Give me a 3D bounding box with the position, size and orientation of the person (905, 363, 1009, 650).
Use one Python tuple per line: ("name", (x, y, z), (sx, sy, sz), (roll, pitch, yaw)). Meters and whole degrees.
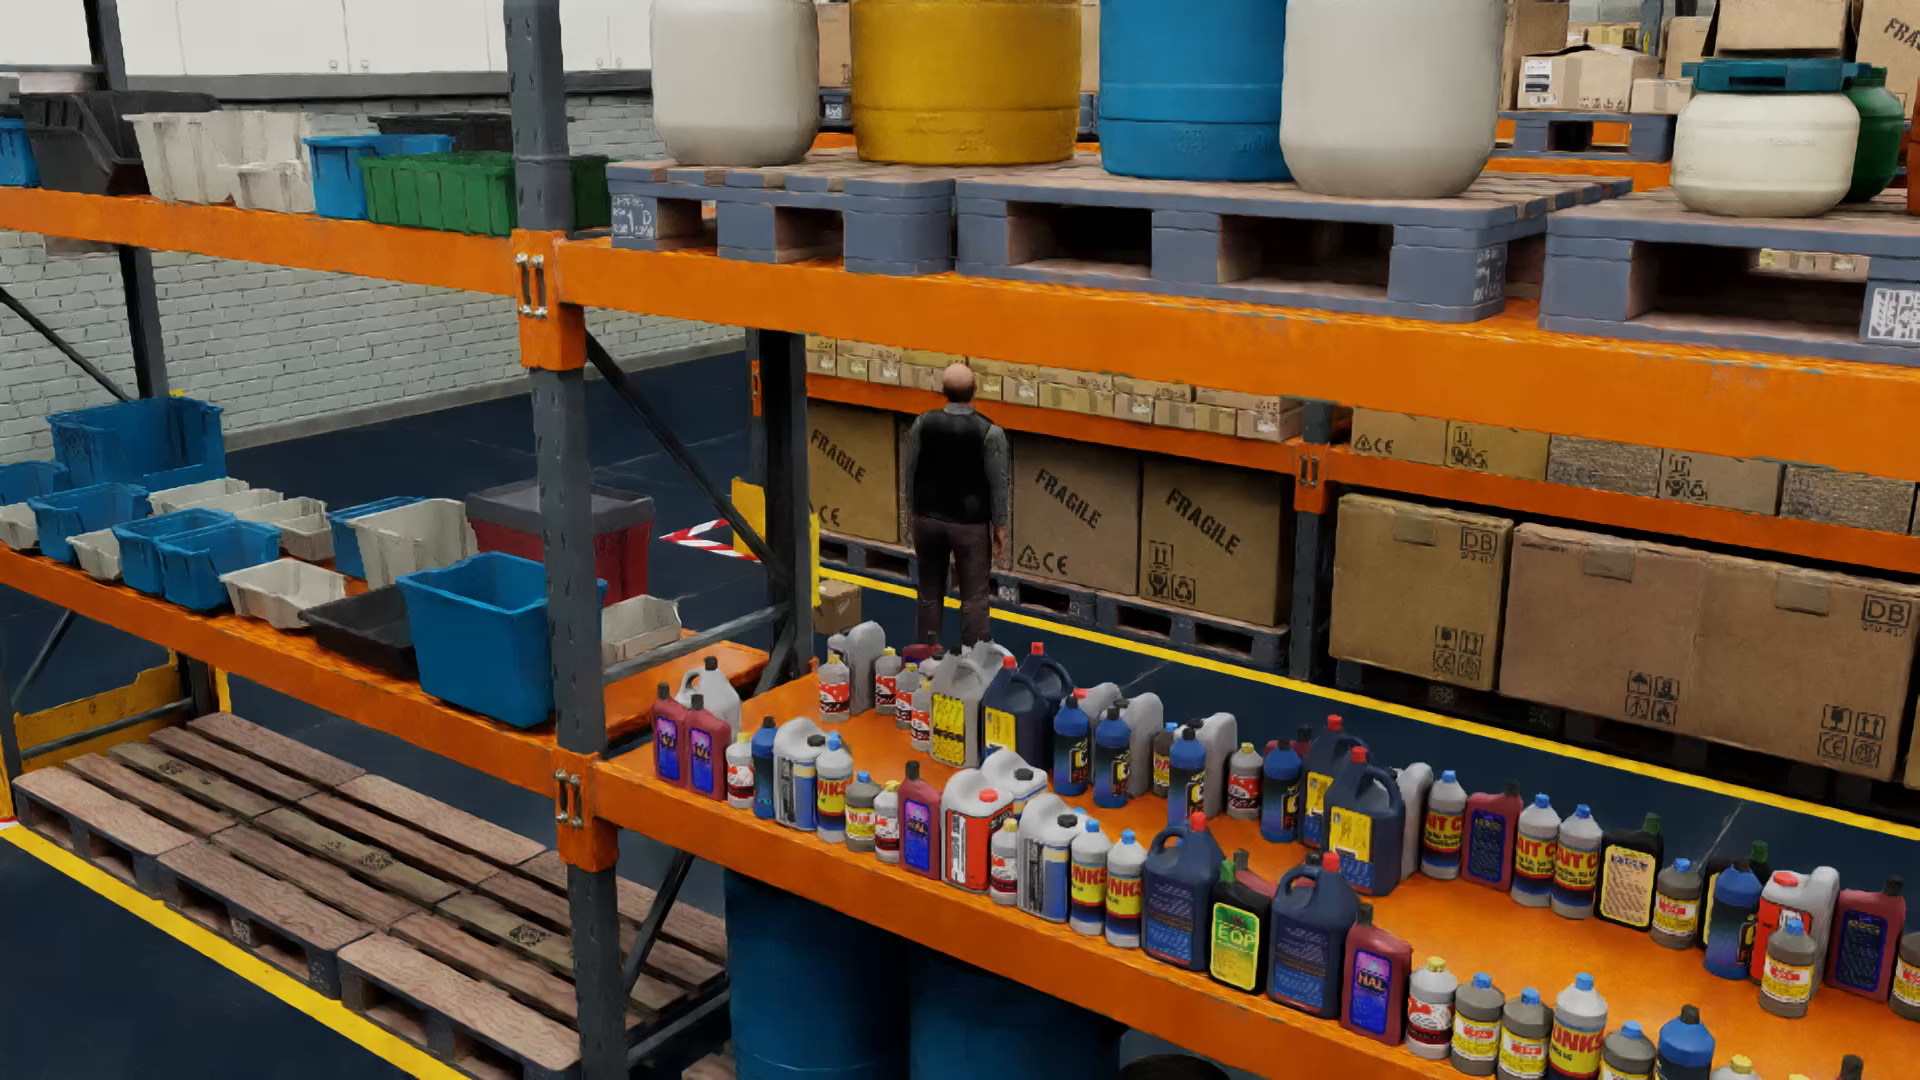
("person", (-0.016, -0.083, 8.786), (0.588, 1.729, 0.393), (5, 17, 17))
